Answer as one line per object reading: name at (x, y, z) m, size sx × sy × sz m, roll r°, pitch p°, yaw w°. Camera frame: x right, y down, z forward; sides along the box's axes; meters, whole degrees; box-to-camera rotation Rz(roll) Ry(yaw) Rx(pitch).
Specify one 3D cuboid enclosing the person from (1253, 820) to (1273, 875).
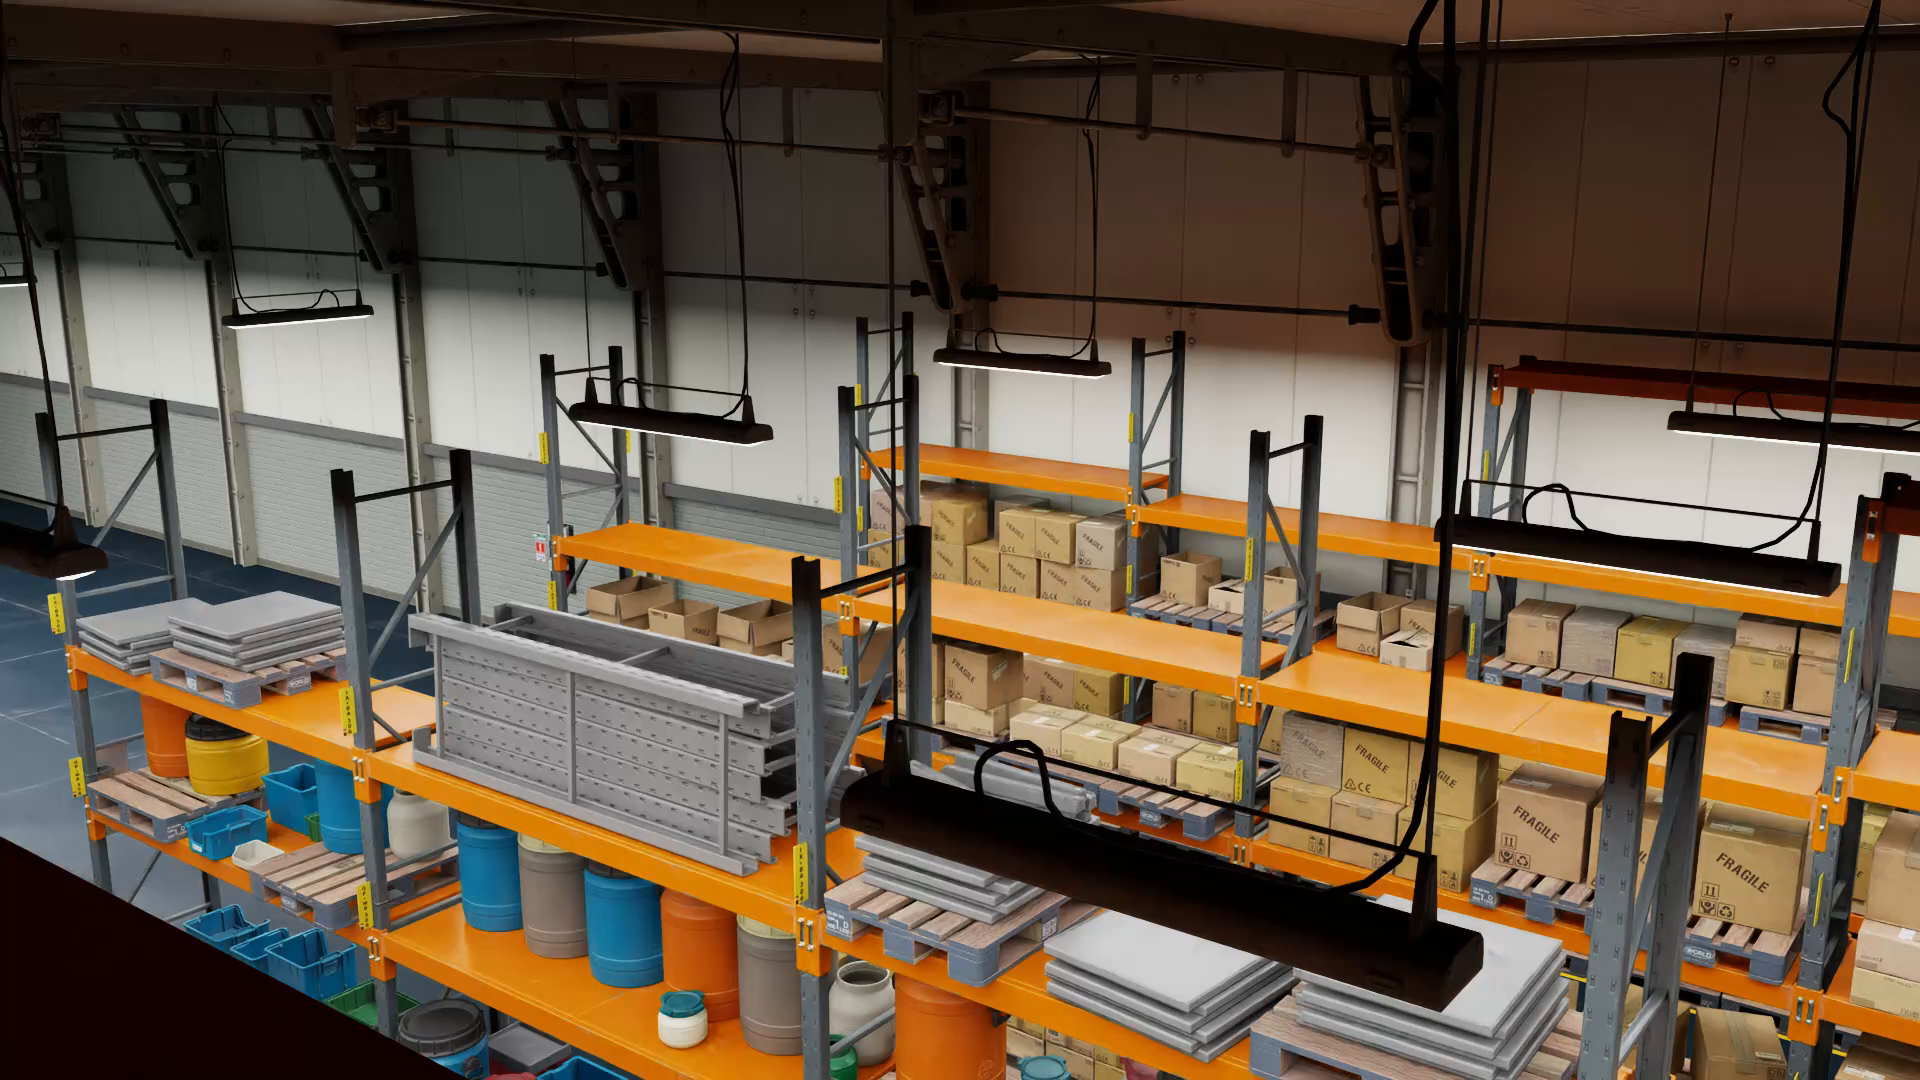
person at (2.944, 3.455, 16.891) m, size 1.009 × 1.534 × 0.418 m, roll 7°, pitch 15°, yaw 28°
